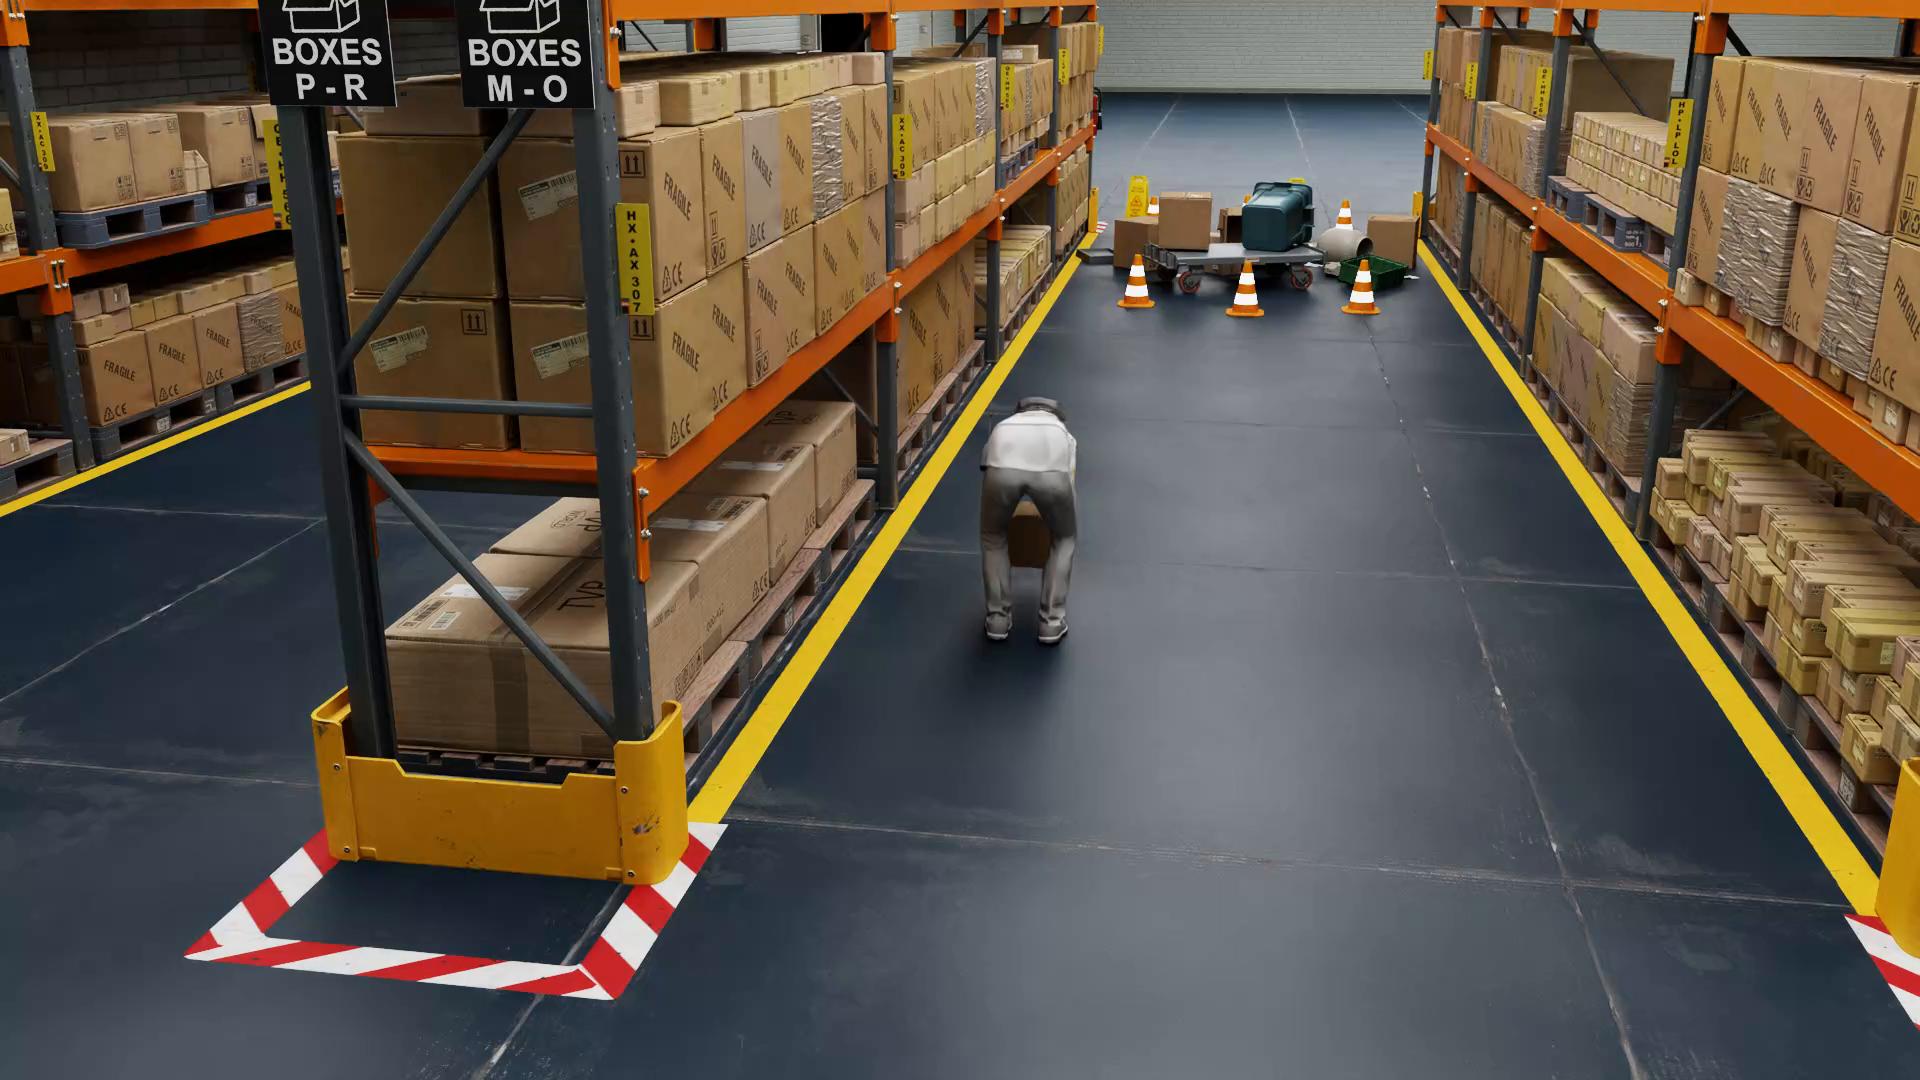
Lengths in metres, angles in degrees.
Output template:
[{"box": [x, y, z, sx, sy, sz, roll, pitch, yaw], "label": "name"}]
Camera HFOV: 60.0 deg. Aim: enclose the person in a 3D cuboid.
[{"box": [0.318, -0.116, 7.481, 0.433, 1.005, 0.917, 2, 18, 6], "label": "person"}]
